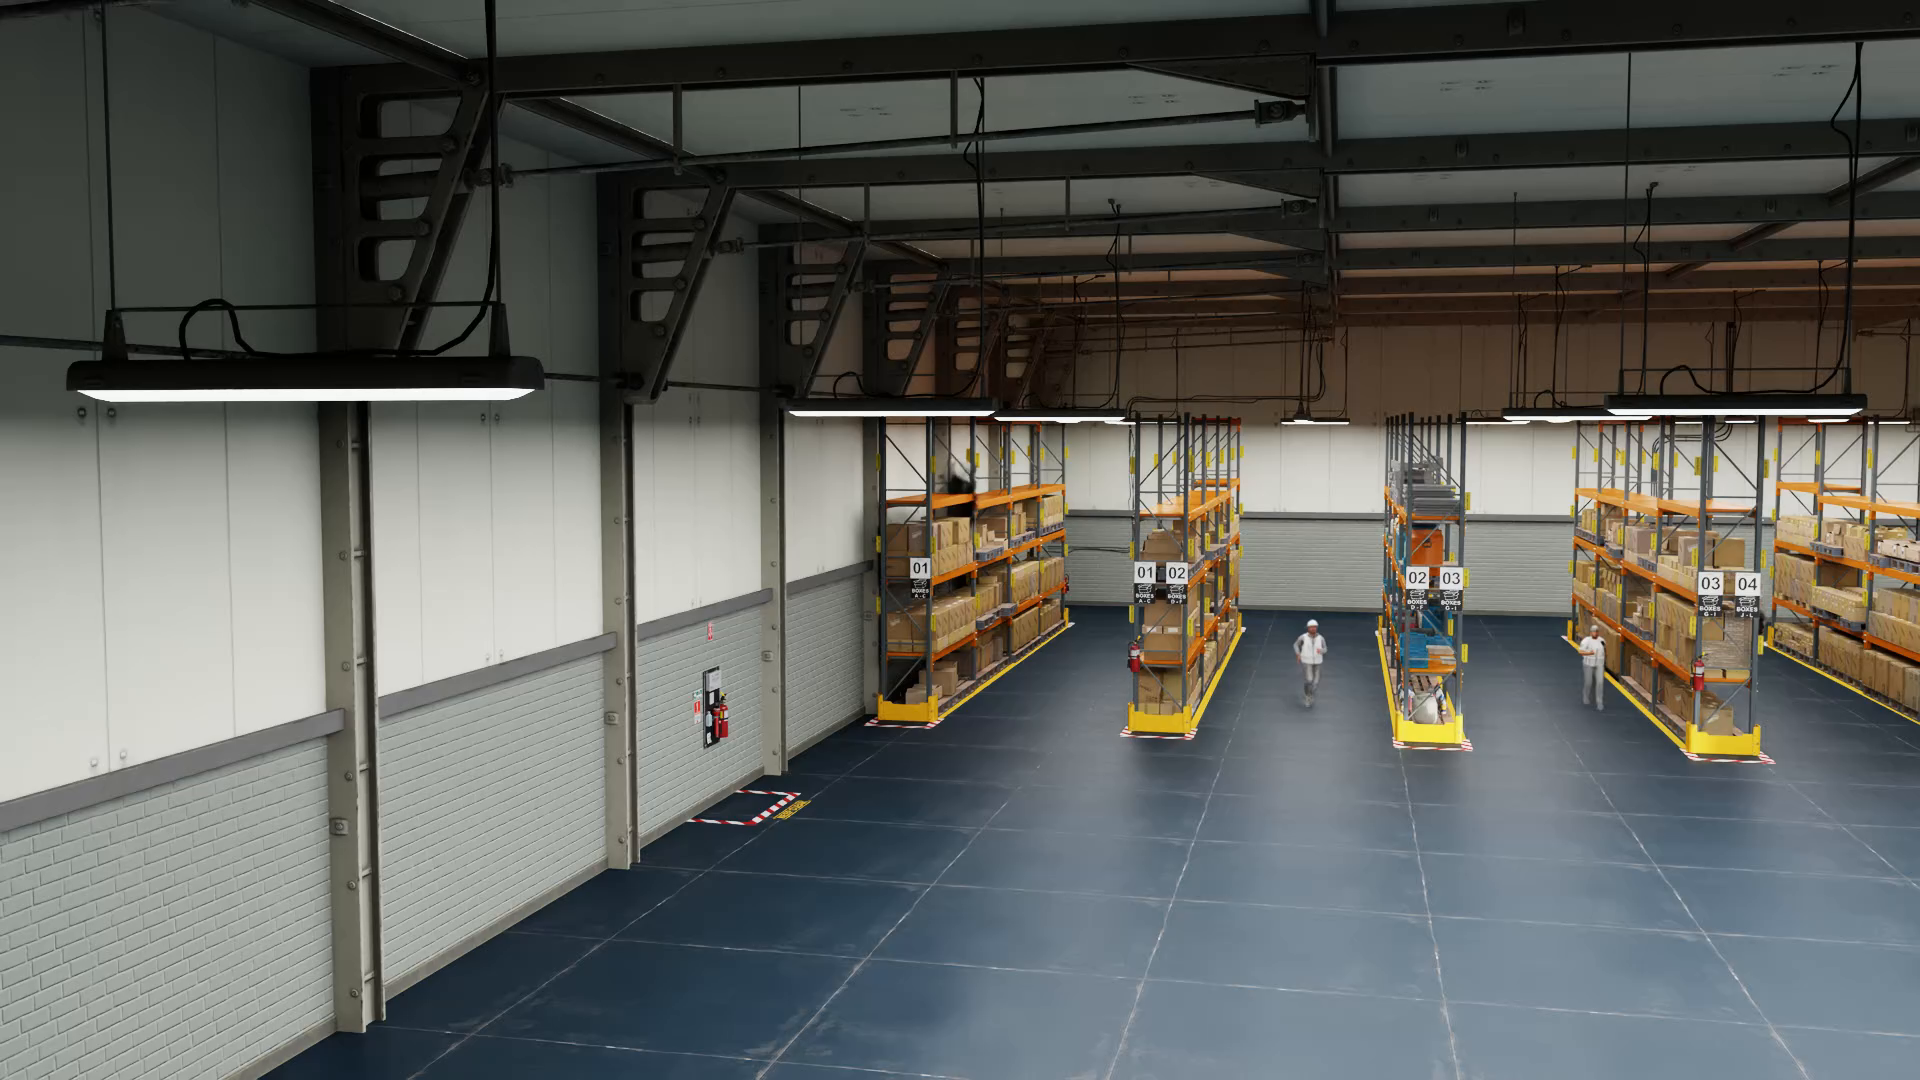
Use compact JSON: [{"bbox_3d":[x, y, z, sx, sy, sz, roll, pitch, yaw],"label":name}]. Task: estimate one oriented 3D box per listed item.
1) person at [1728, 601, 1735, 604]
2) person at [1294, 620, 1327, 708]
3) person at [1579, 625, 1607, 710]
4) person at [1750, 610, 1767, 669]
[{"bbox_3d":[19.820,1.991,42.919,0.628,1.649,0.575,1,4,20],"label":"person"},{"bbox_3d":[7.209,2.535,34.090,0.625,1.792,0.707,0,4,-4],"label":"person"},{"bbox_3d":[12.911,2.572,33.876,0.602,1.654,0.913,1,4,9],"label":"person"},{"bbox_3d":[18.663,2.231,39.086,0.635,1.676,0.564,1,4,13],"label":"person"}]
